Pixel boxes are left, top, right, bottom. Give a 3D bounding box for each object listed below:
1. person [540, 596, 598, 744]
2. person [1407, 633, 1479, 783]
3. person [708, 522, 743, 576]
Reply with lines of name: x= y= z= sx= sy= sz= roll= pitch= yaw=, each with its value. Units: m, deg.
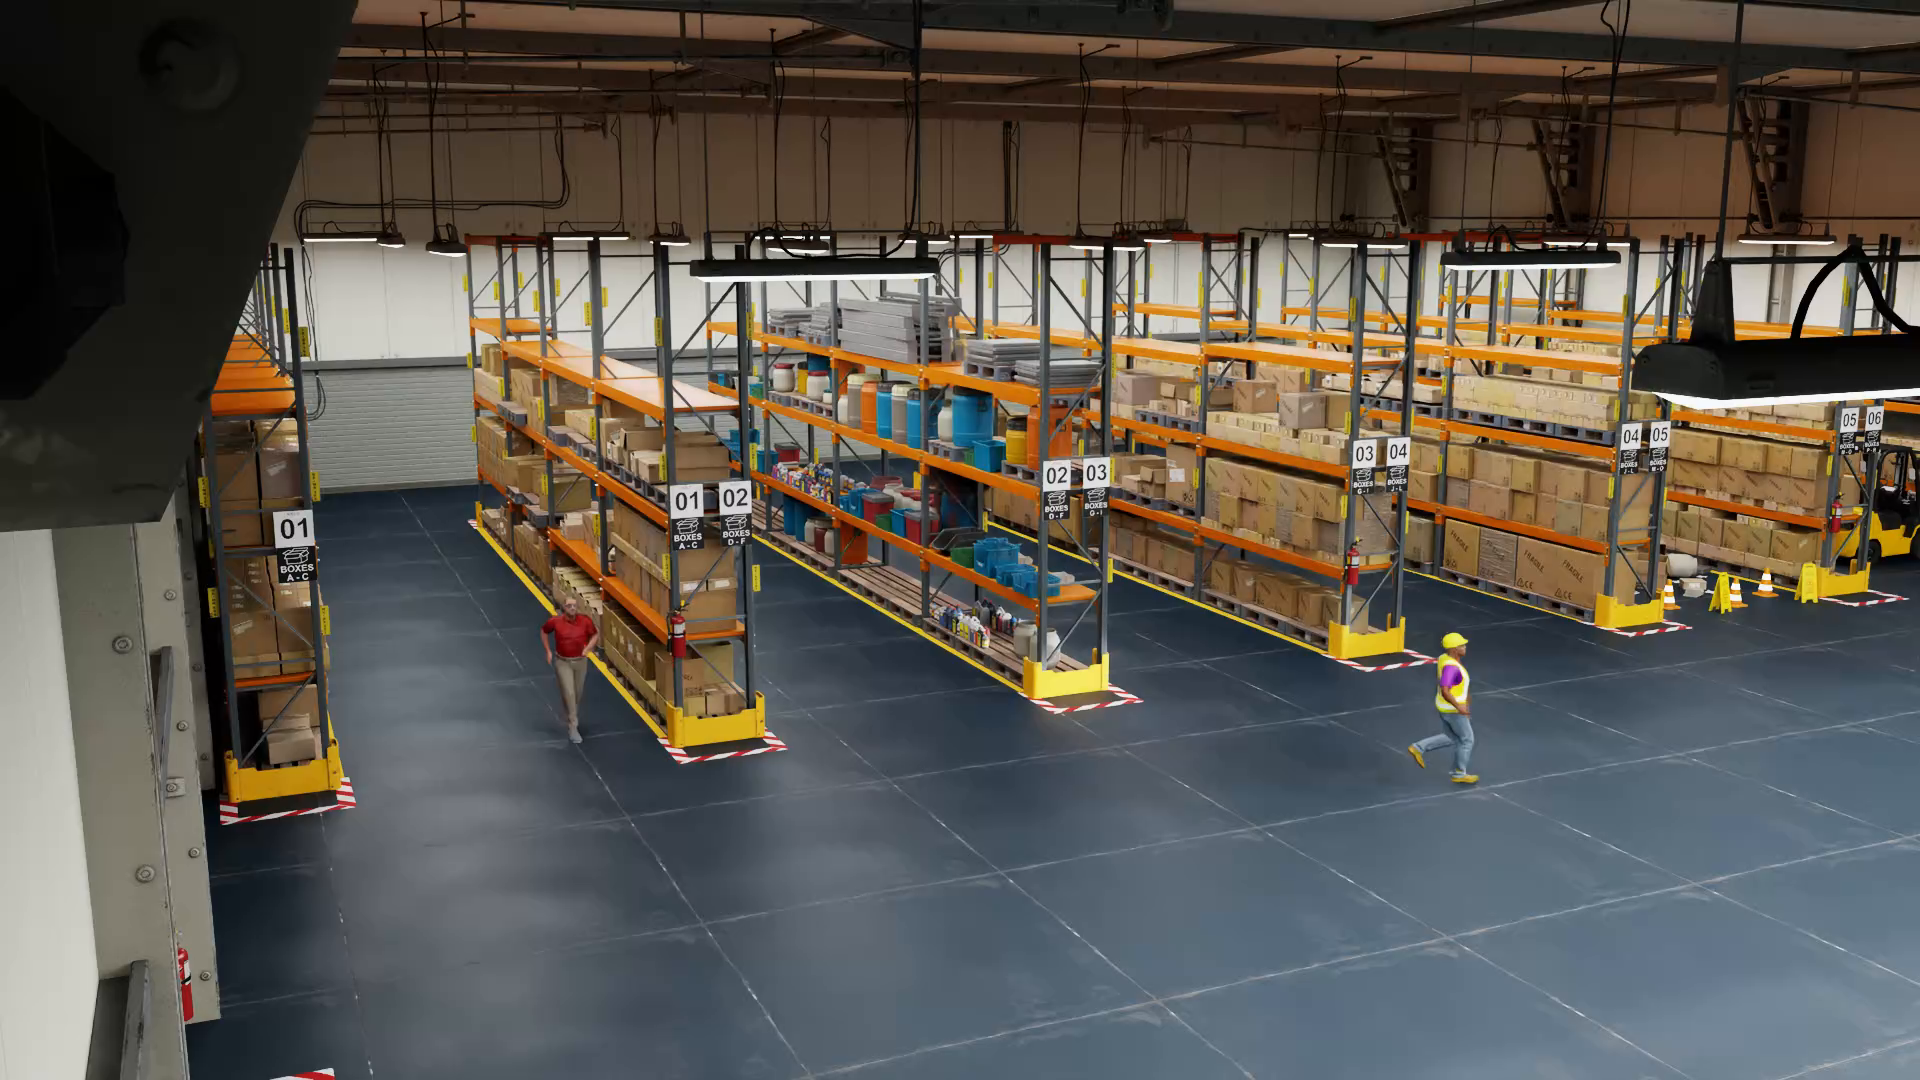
person: x=-4.791 y=1.583 z=20.570 sx=0.661 sy=1.673 sz=0.933 roll=-6 pitch=12 yaw=-27
person: x=5.507 y=1.894 z=18.804 sx=0.795 sy=1.733 sz=0.738 roll=1 pitch=11 yaw=6
person: x=-4.115 y=-0.122 z=28.952 sx=0.638 sy=1.744 sz=0.769 roll=-6 pitch=13 yaw=-29
